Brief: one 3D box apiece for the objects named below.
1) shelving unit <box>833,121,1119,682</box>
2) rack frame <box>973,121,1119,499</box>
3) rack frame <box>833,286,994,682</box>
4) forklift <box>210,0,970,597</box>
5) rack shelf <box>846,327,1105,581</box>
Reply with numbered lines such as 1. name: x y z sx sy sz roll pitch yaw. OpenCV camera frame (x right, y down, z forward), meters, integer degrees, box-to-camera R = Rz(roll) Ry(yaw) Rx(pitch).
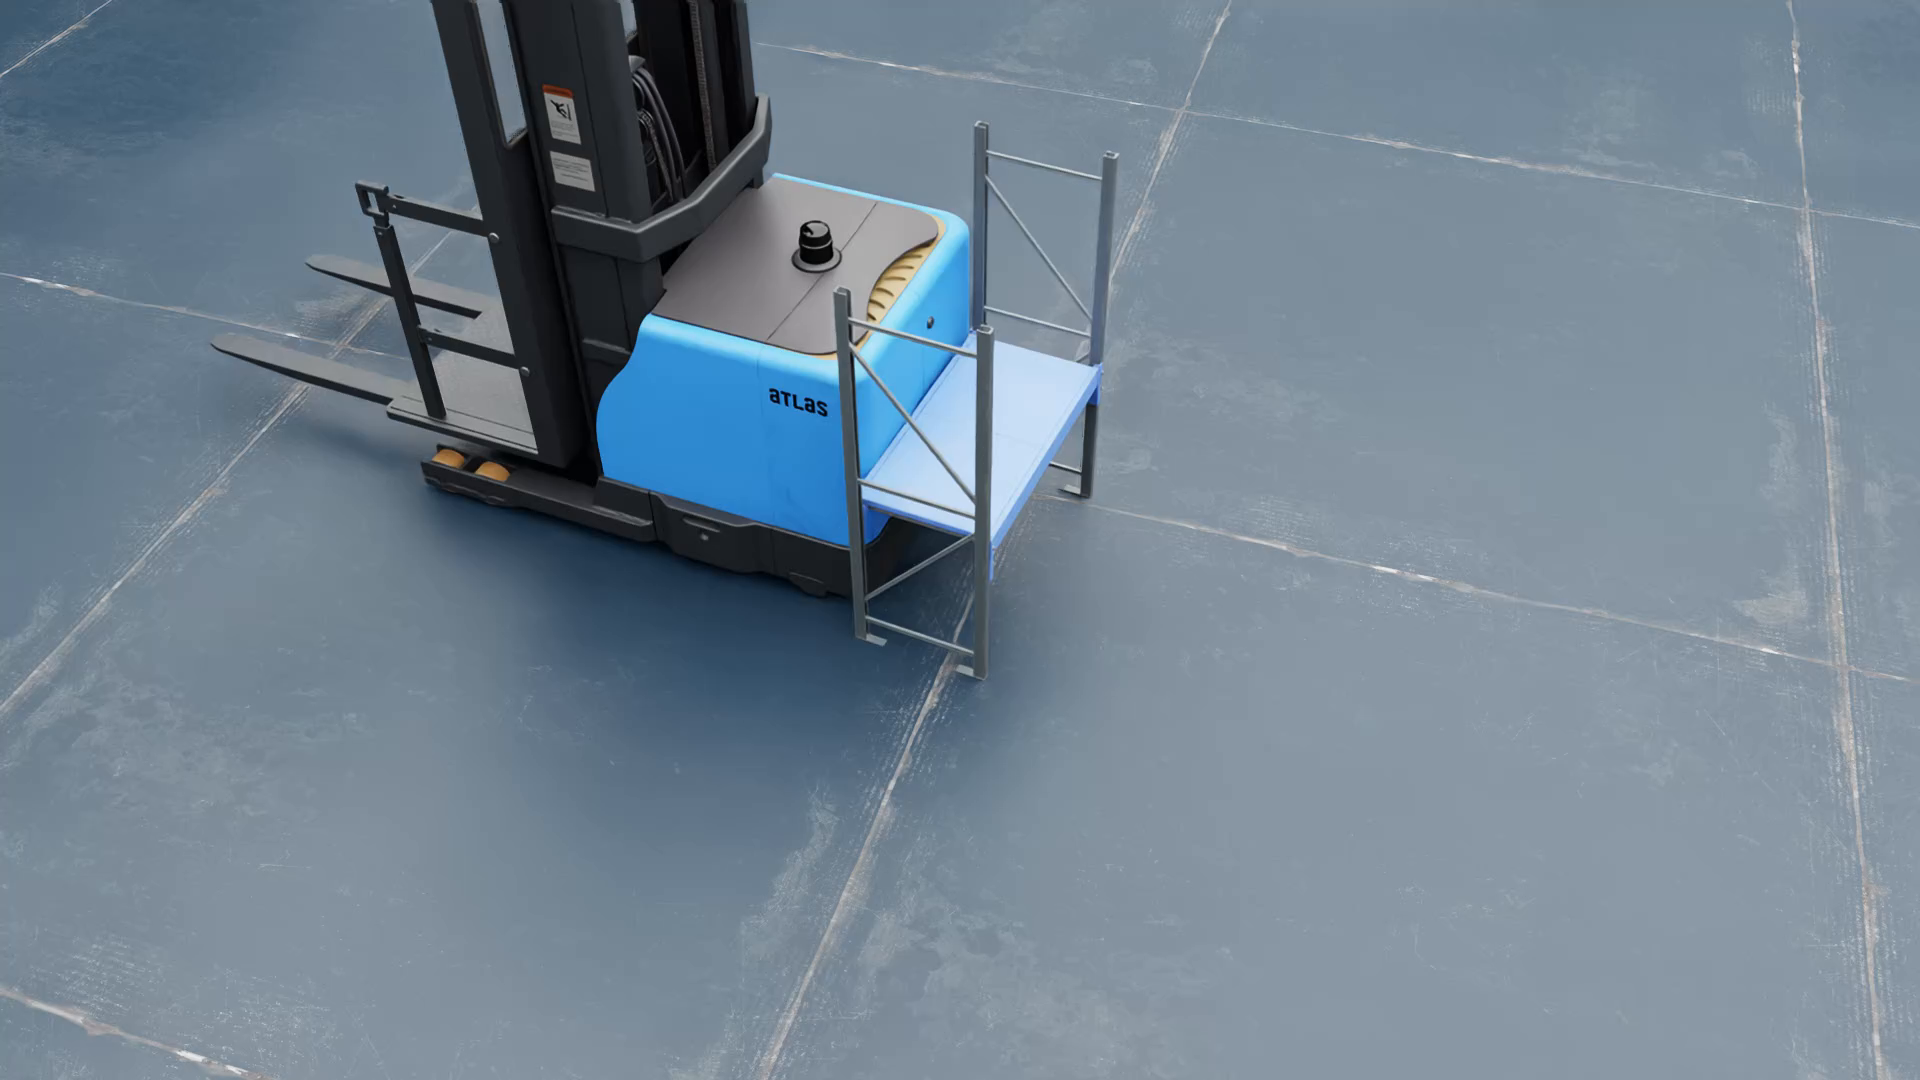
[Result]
1. shelving unit: 0.072 -0.452 5.639 0.538 1.500 1.048 17 47 17
2. rack frame: 0.280 -0.776 5.971 0.500 1.500 0.032 17 47 17
3. rack frame: -0.136 -0.127 5.308 0.500 1.500 0.032 17 47 17
4. forklift: -1.520 -1.507 5.694 3.031 2.935 1.130 16 47 16
5. rack shelf: 0.072 -0.323 5.765 0.538 0.185 1.000 17 47 17
